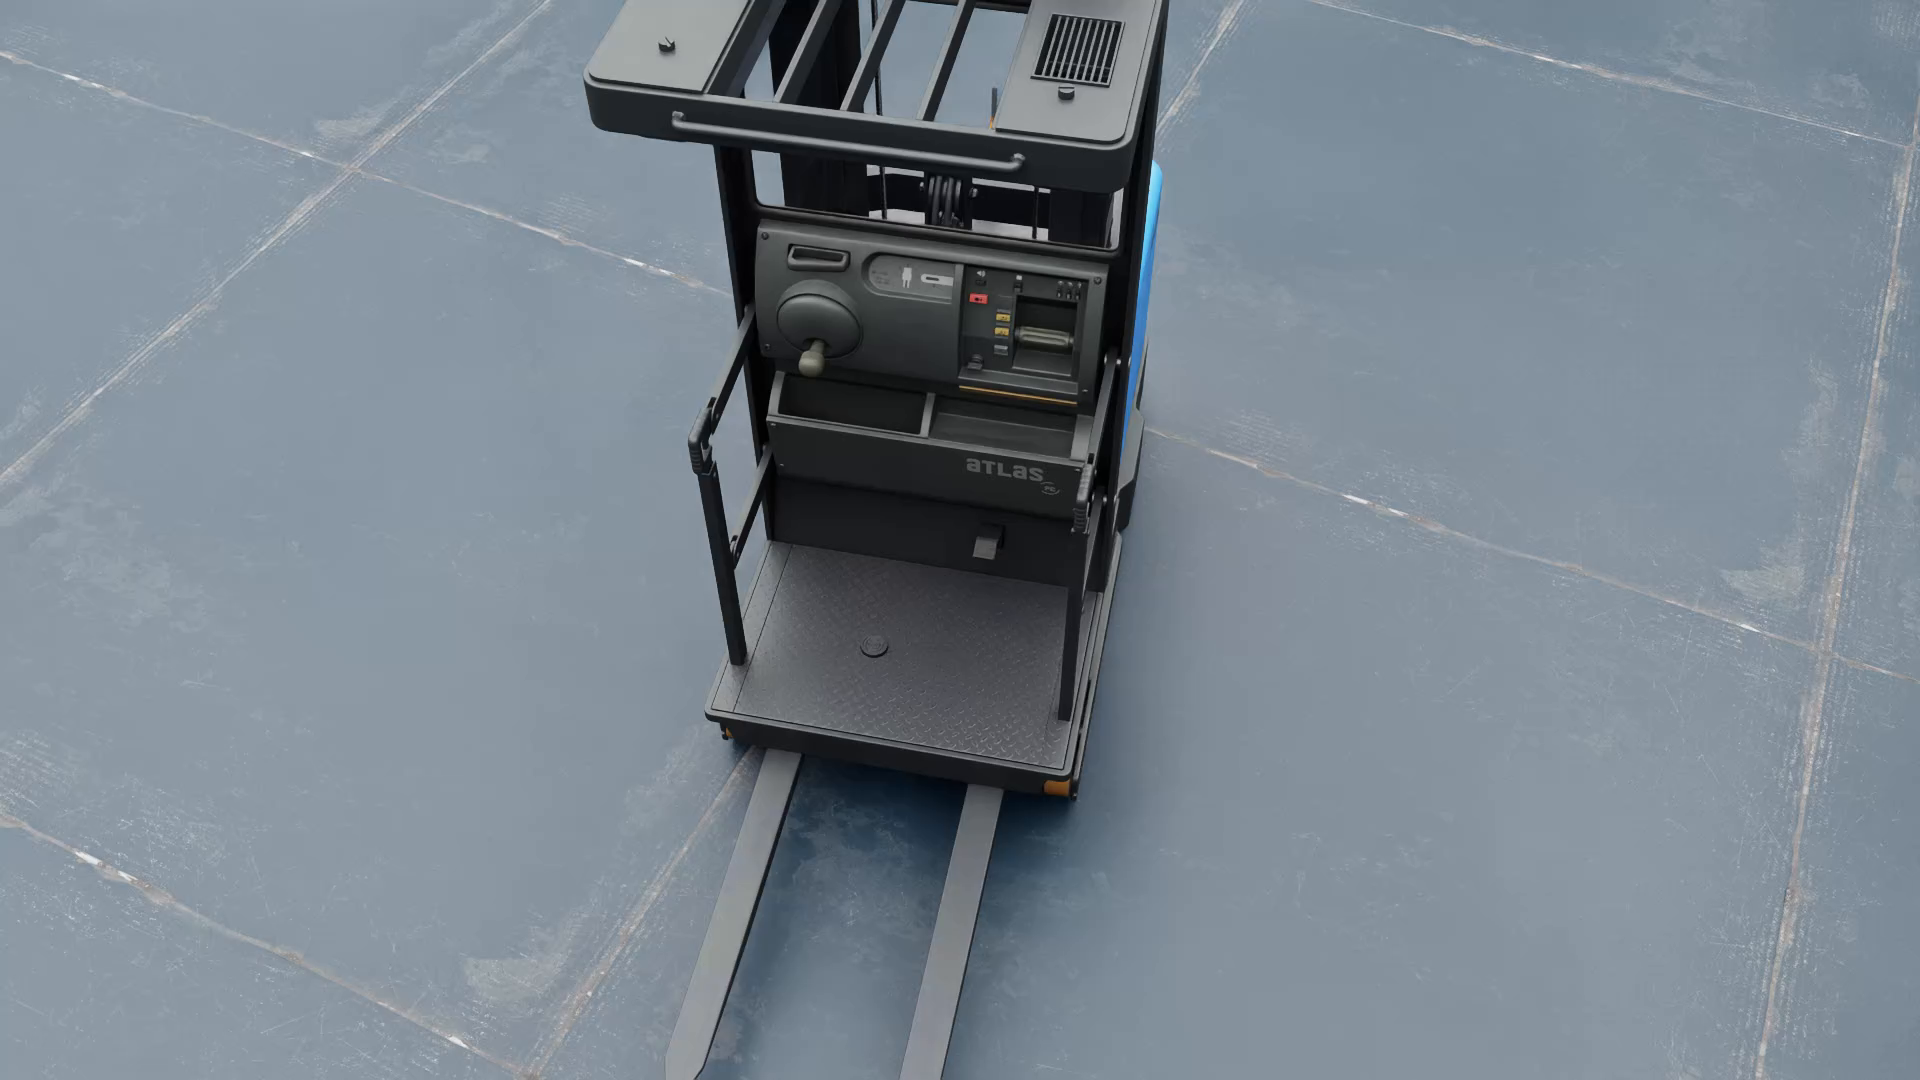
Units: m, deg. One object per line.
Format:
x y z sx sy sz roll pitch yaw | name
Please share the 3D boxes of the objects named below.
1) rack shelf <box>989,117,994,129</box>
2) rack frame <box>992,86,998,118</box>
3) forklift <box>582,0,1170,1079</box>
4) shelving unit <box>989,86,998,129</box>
0.184 -1.283 5.794 0.215 0.259 0.240 9 50 7 | rack shelf
0.208 -1.197 6.079 0.200 1.050 0.008 9 50 7 | rack frame
-0.125 -0.485 4.239 1.130 2.935 3.031 9 50 7 | forklift
0.184 -1.106 6.002 0.215 1.050 0.252 9 50 7 | shelving unit
